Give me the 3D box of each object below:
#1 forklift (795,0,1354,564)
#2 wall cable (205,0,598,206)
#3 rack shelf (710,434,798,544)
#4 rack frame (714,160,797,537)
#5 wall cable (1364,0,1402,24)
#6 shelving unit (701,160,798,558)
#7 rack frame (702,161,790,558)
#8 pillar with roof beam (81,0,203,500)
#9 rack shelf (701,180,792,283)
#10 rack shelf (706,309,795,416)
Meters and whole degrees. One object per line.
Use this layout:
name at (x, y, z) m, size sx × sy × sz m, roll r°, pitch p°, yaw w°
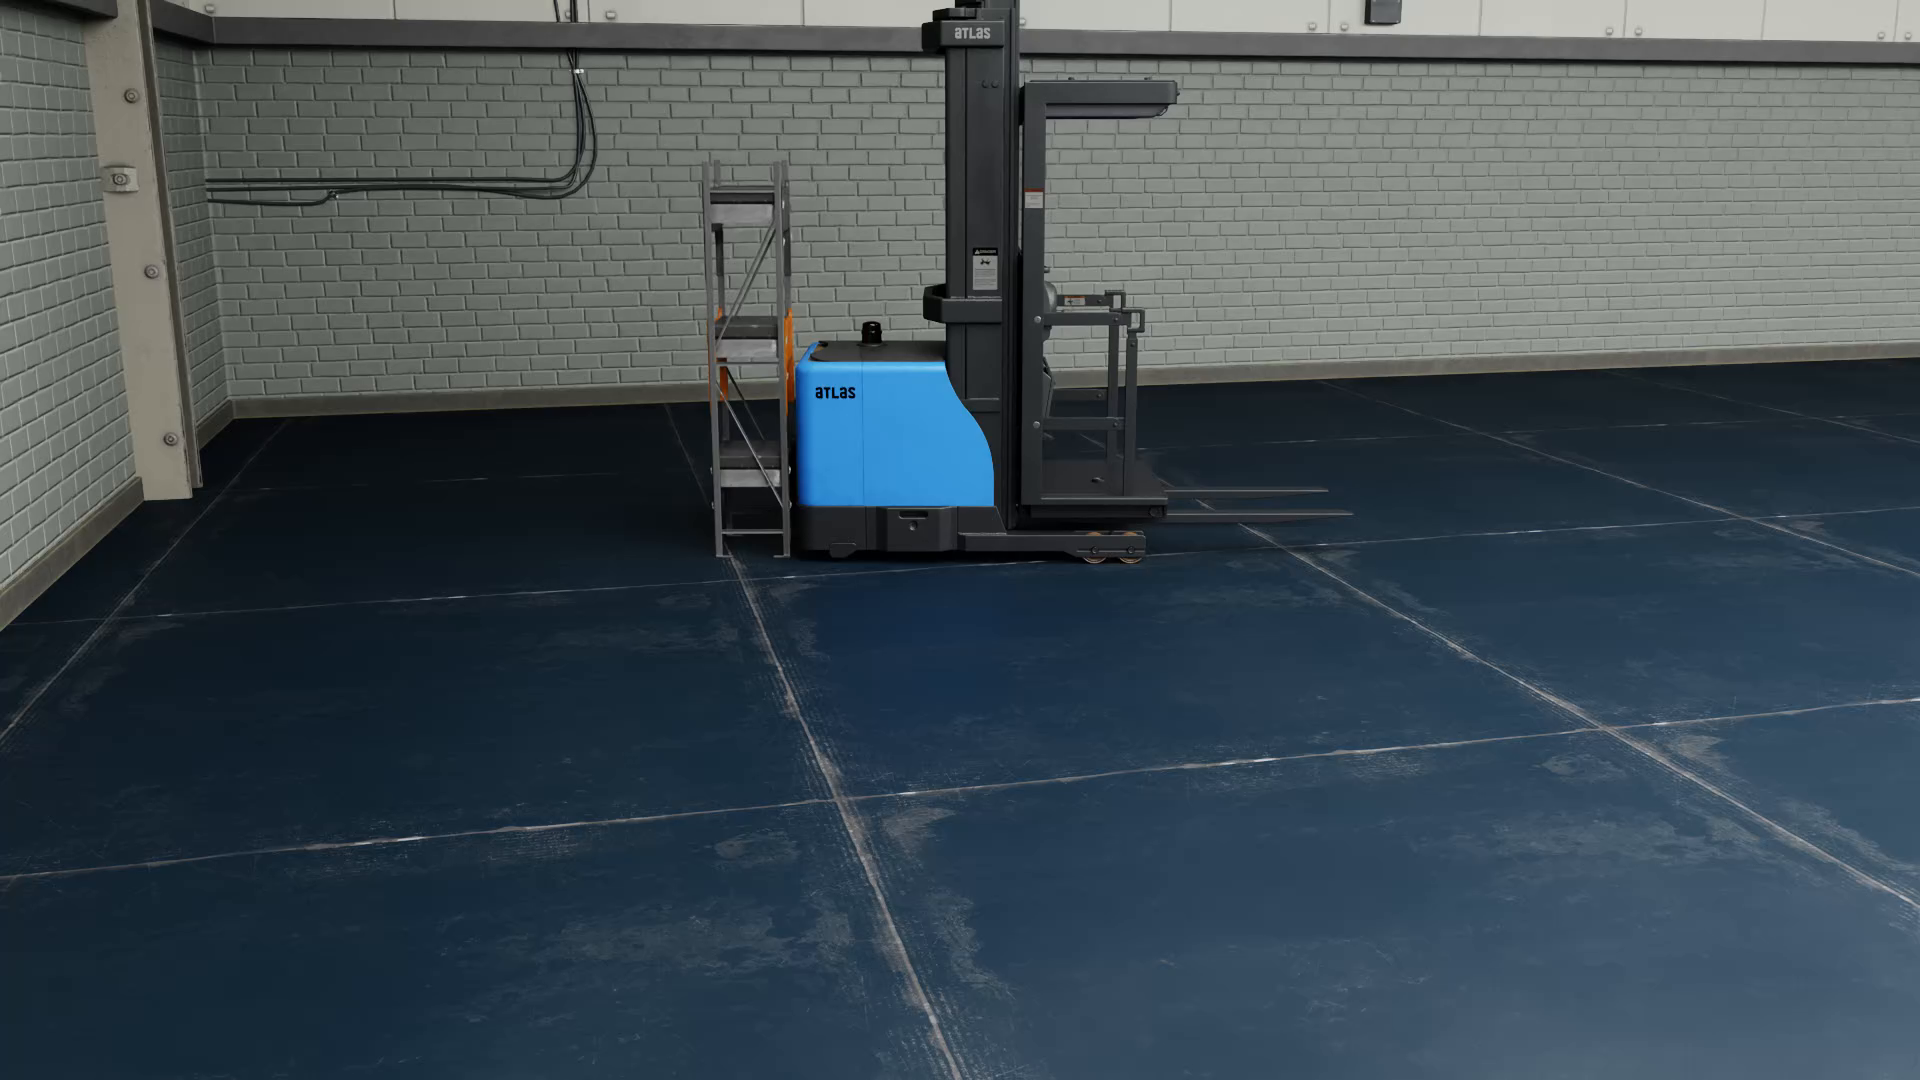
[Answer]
forklift at (0.631, -1.424, 9.082) m, size 3.031 × 2.935 × 1.130 m, roll 0°, pitch 14°, yaw 0°
wall cable at (-4.463, -3.917, 13.043) m, size 3.097 × 2.526 × 0.112 m, roll -3°, pitch 14°, yaw -13°
rack shelf at (-1.129, -0.289, 9.194) m, size 0.431 × 0.518 × 0.480 m, roll 0°, pitch 14°, yaw -1°
rack frame at (-1.133, -1.040, 9.262) m, size 0.400 × 2.100 × 0.015 m, roll 0°, pitch 14°, yaw -1°
wall cable at (4.769, -7.603, 14.422) m, size 2.305 × 6.003 × 0.169 m, roll -3°, pitch 14°, yaw -13°
shelving unit at (-1.129, -0.983, 9.025) m, size 0.431 × 2.100 × 0.503 m, roll 0°, pitch 14°, yaw -1°
rack frame at (-1.124, -0.925, 8.788) m, size 0.400 × 2.100 × 0.015 m, roll 0°, pitch 14°, yaw -1°
pillar with roof beam at (-0.872, -4.912, 10.573) m, size 9.100 × 9.000 × 0.400 m, roll -3°, pitch 14°, yaw -13°
rack shelf at (-1.129, -1.649, 8.862) m, size 0.431 × 0.518 × 0.480 m, roll 0°, pitch 14°, yaw -1°
rack shelf at (-1.129, -0.969, 9.028) m, size 0.431 × 0.518 × 0.480 m, roll 0°, pitch 14°, yaw -1°
